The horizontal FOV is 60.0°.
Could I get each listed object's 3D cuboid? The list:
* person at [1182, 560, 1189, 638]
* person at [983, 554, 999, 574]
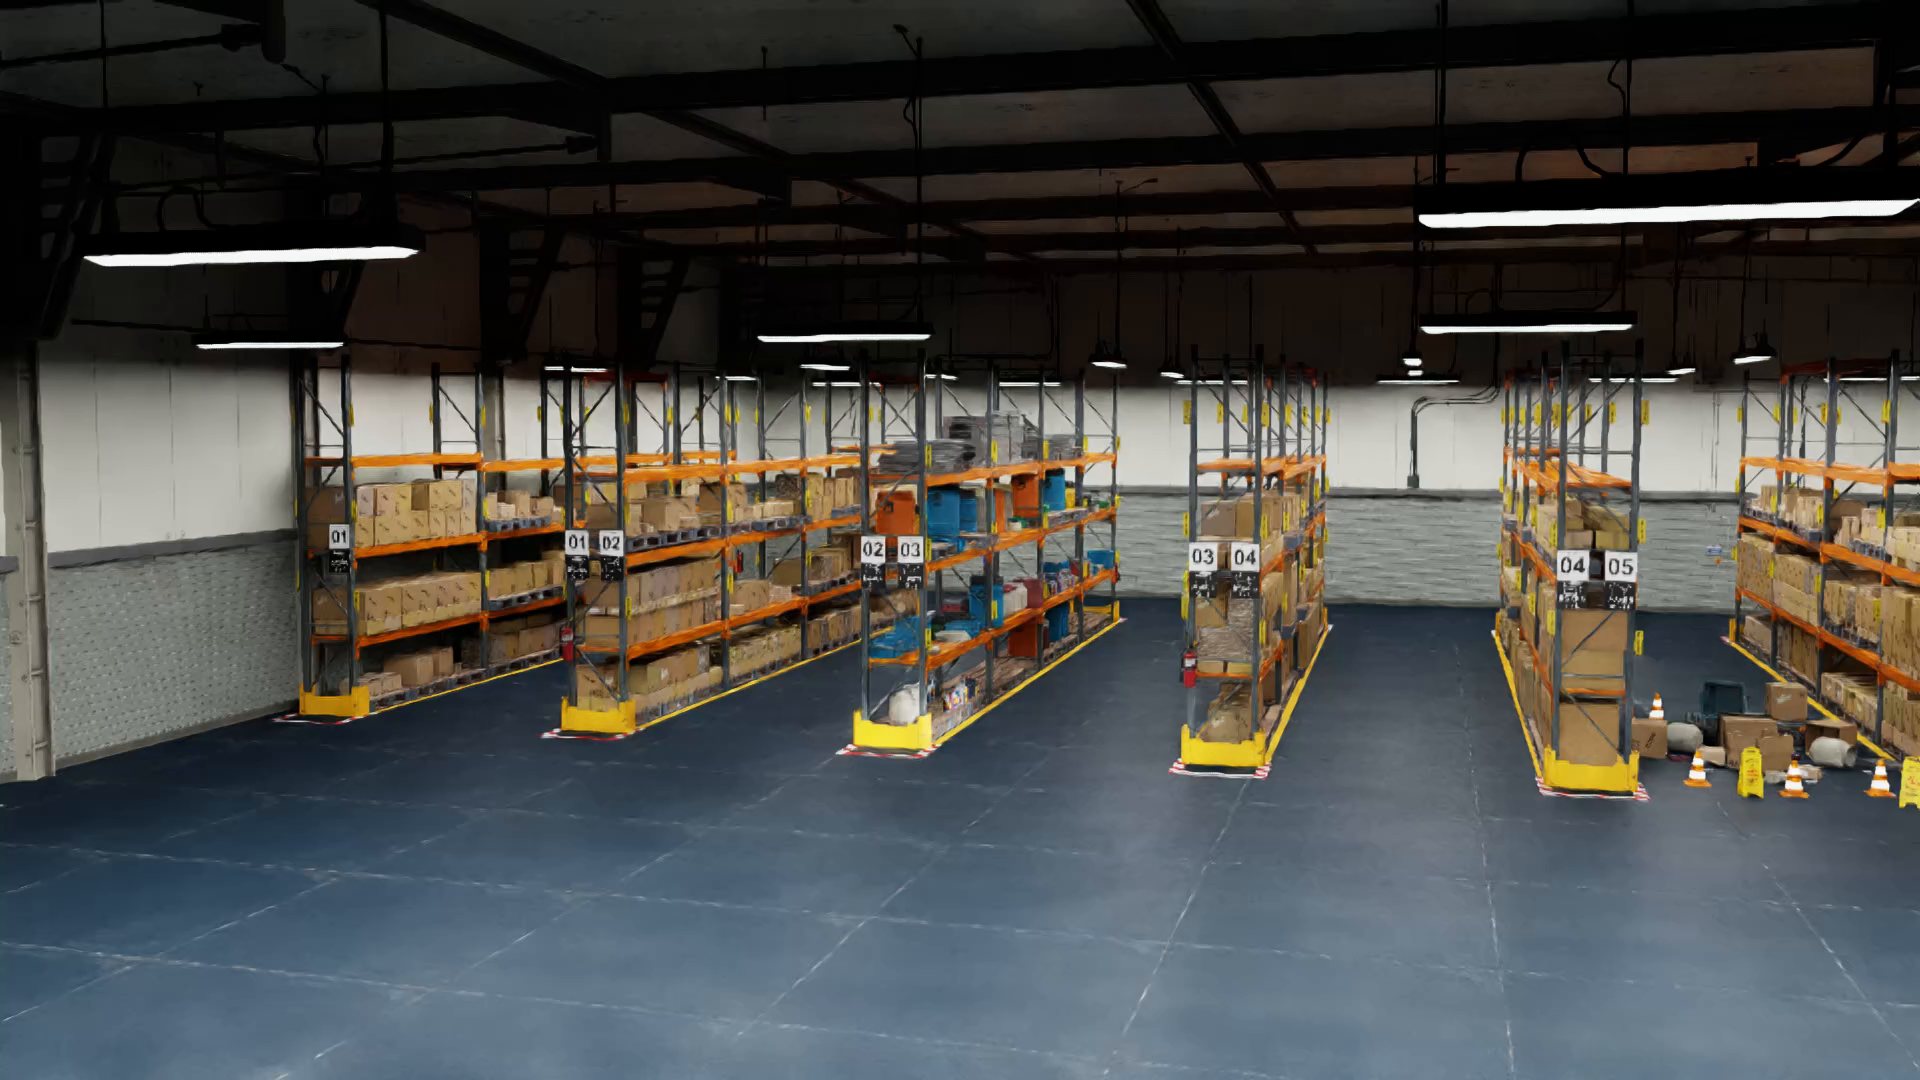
[{"bbox_3d":[5.226,1.304,37.297,0.464,1.772,0.645,0,4,-6],"label":"person"},{"bbox_3d":[0.826,0.876,44.325,0.445,1.574,1.091,1,4,13],"label":"person"}]
